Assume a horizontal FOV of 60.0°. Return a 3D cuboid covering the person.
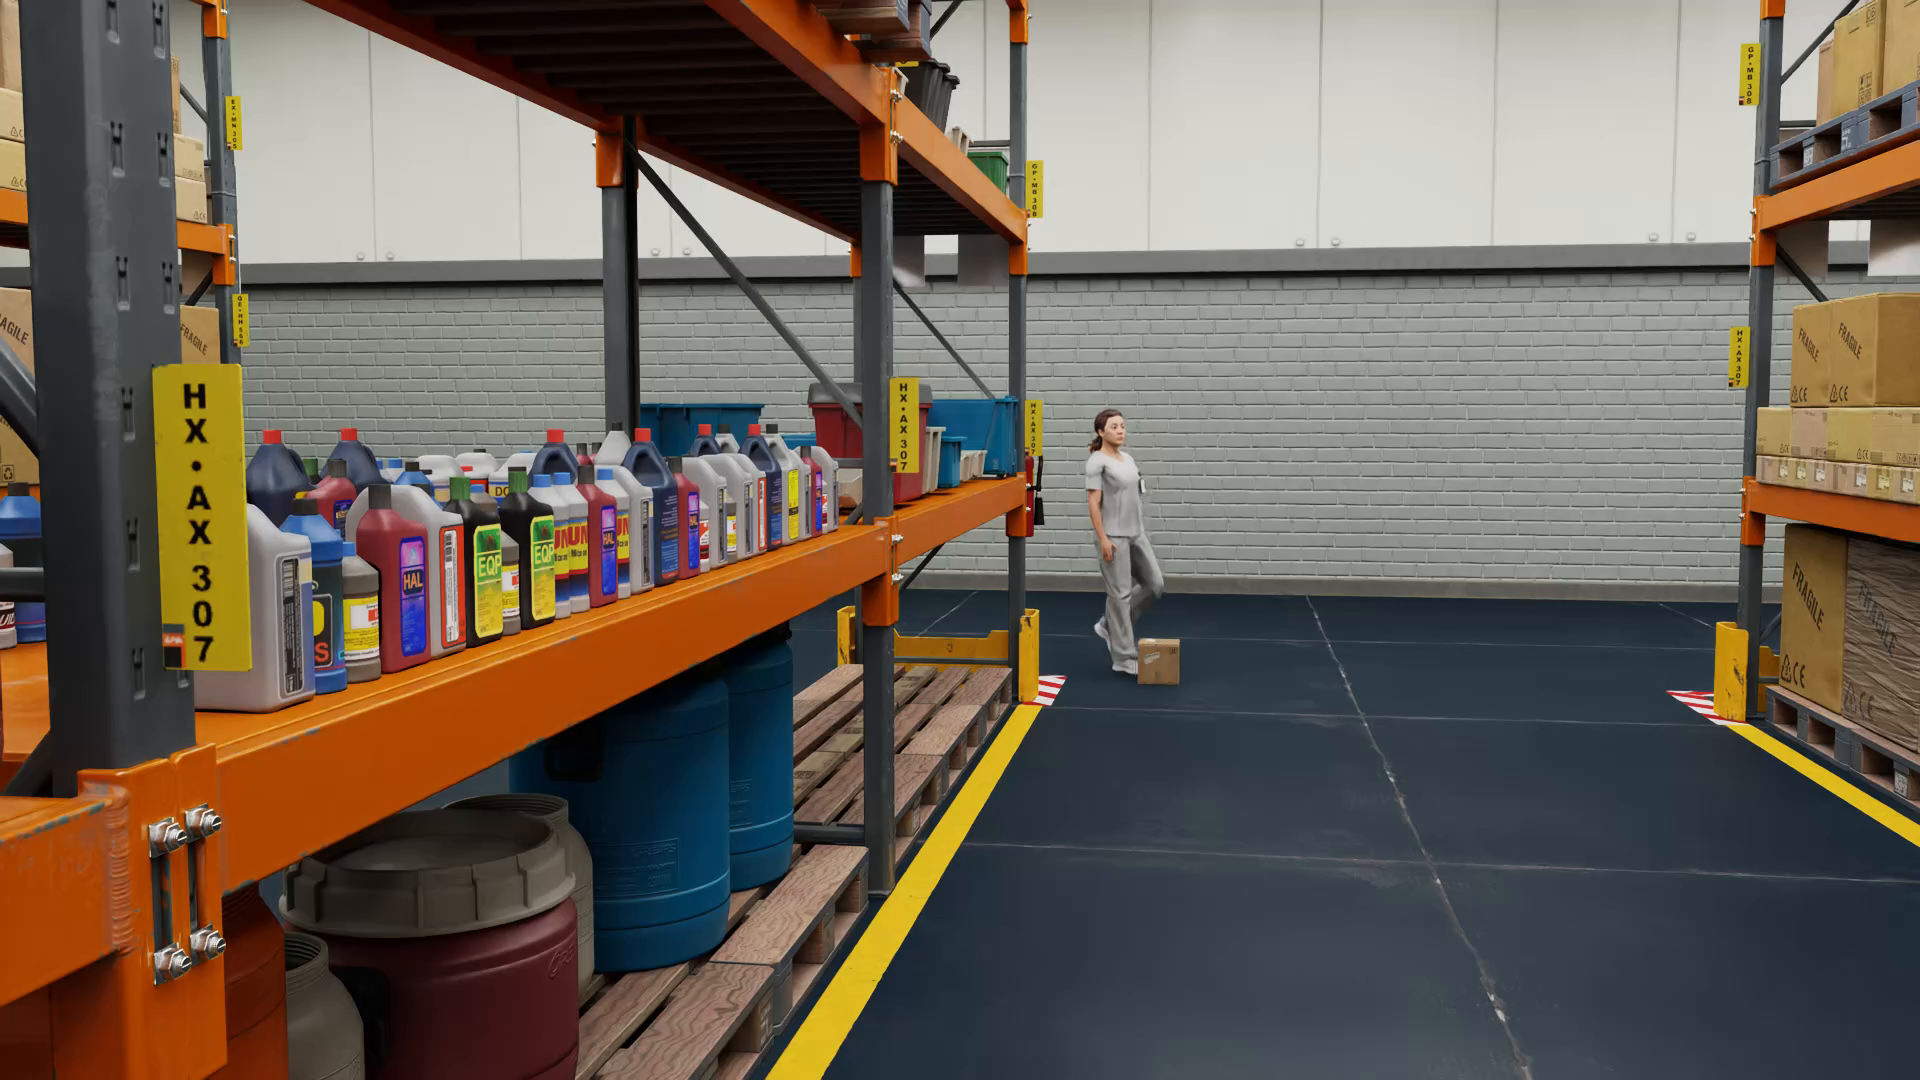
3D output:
[{"bbox_3d":[1.034,0.000,10.600,0.586,1.666,0.480,4,6,45],"label":"person"}]
